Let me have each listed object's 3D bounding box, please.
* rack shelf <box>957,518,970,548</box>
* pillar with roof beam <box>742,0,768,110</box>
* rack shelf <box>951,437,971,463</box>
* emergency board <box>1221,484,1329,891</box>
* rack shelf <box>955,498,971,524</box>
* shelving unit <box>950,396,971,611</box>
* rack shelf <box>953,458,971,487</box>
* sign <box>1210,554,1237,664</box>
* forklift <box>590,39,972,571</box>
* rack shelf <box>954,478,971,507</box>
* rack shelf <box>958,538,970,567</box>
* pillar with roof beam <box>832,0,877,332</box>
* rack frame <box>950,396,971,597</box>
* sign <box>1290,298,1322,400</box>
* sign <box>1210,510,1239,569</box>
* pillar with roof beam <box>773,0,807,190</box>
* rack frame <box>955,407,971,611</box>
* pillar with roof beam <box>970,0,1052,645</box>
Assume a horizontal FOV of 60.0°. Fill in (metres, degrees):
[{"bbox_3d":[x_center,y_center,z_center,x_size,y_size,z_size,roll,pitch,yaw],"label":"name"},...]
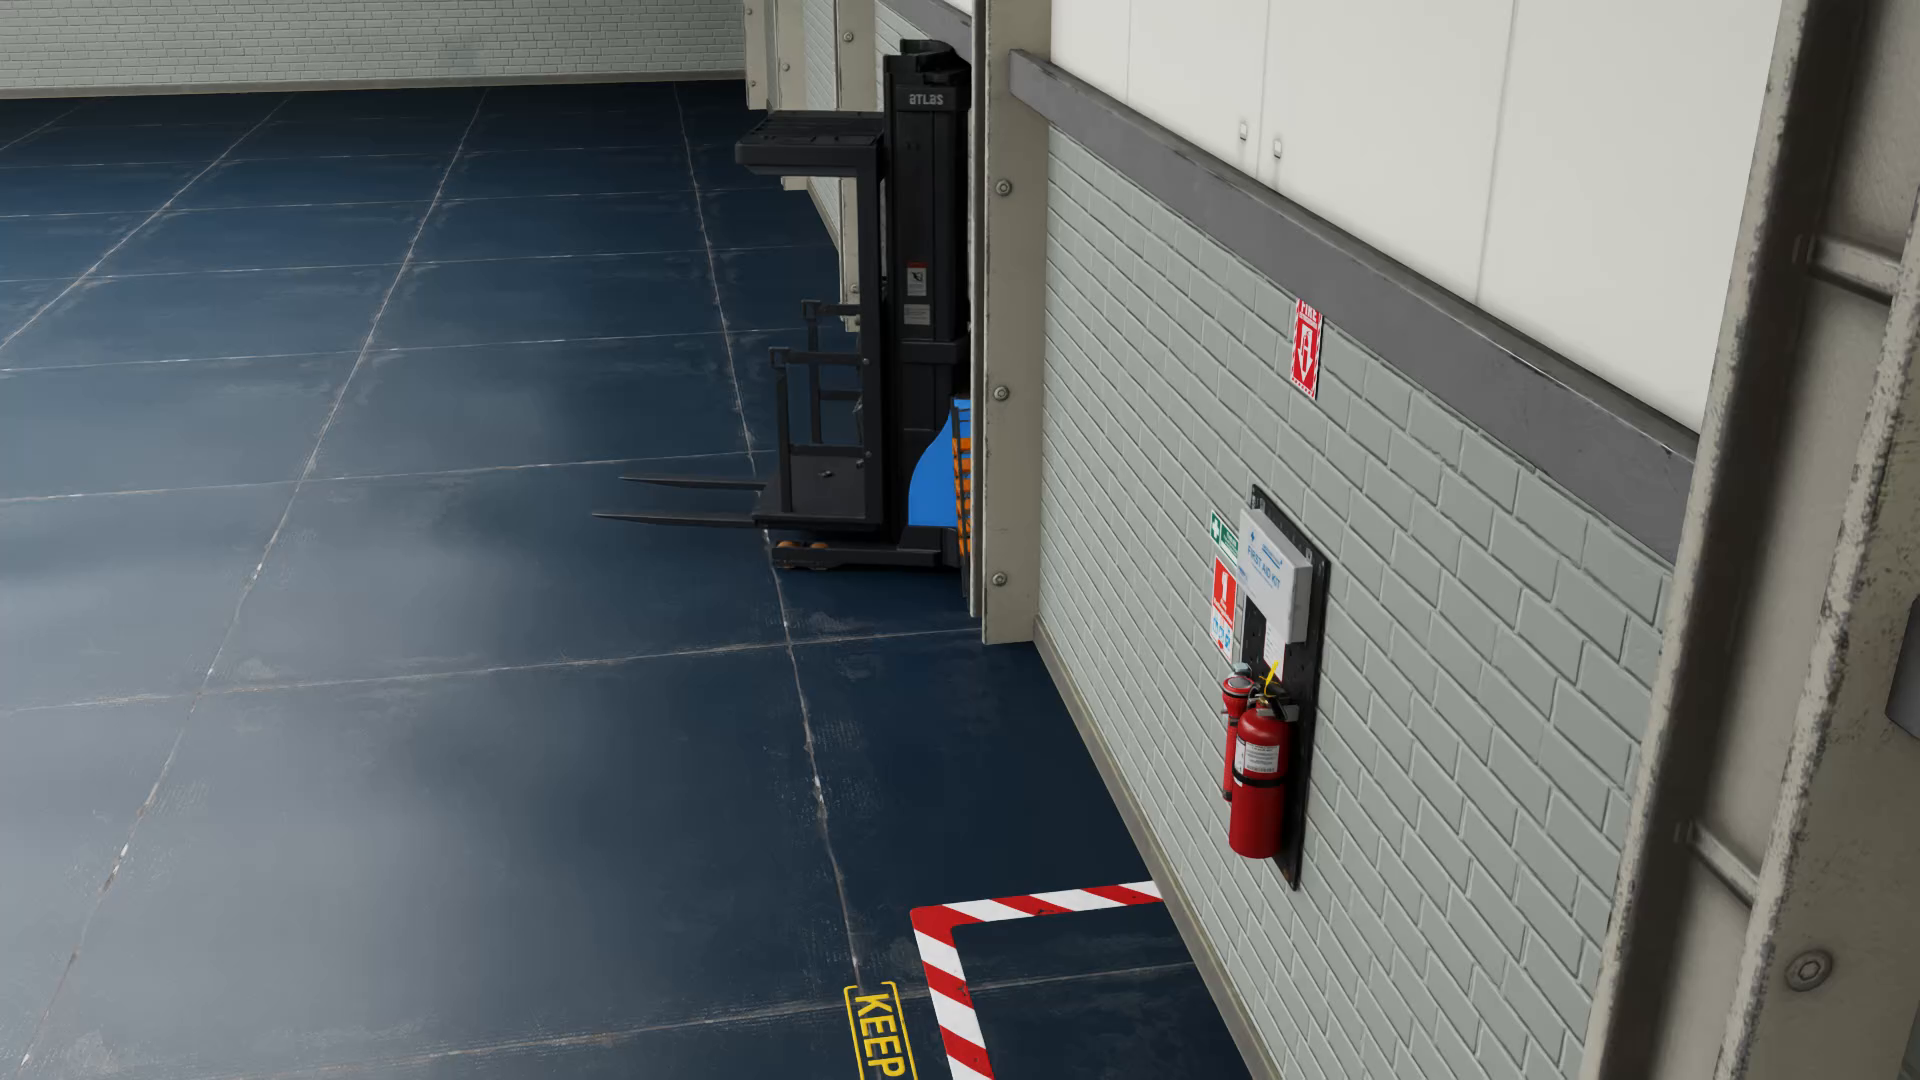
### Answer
[{"bbox_3d":[0.123,-0.053,9.258,0.258,0.103,0.180,-6,23,-6],"label":"rack shelf"},{"bbox_3d":[-7.315,-10.411,22.843,9.100,9.000,0.400,-4,24,-10],"label":"pillar with roof beam"},{"bbox_3d":[0.094,-0.494,9.073,0.258,0.103,0.180,-6,23,-6],"label":"rack shelf"},{"bbox_3d":[0.935,0.485,5.391,0.194,1.169,0.643,-4,24,-10],"label":"emergency board"},{"bbox_3d":[0.116,-0.163,9.212,0.258,0.103,0.180,-6,23,-6],"label":"rack shelf"},{"bbox_3d":[0.113,-0.204,9.195,0.258,1.200,0.189,-6,23,-6],"label":"shelving unit"},{"bbox_3d":[0.101,-0.384,9.119,0.258,0.103,0.180,-6,23,-6],"label":"rack shelf"},{"bbox_3d":[0.934,0.244,5.899,0.001,0.329,0.234,-4,24,-10],"label":"sign"},{"bbox_3d":[-0.699,-1.366,9.715,3.031,2.935,1.130,2,24,5],"label":"forklift"},{"bbox_3d":[0.109,-0.273,9.166,0.258,0.103,0.180,-6,23,-6],"label":"rack shelf"},{"bbox_3d":[0.131,0.058,9.305,0.258,0.103,0.180,-6,23,-6],"label":"rack shelf"},{"bbox_3d":[-5.096,-5.690,12.036,9.100,9.000,0.400,-4,24,-10],"label":"pillar with roof beam"},{"bbox_3d":[0.101,-0.238,9.279,0.240,1.200,0.006,-6,23,-6],"label":"rack frame"},{"bbox_3d":[1.031,-0.588,4.951,0.001,0.298,0.199,-4,24,-10],"label":"sign"},{"bbox_3d":[0.926,0.003,5.788,0.001,0.109,0.331,-4,24,-10],"label":"sign"},{"bbox_3d":[-6.205,-8.051,17.440,9.100,9.000,0.400,-4,24,-10],"label":"pillar with roof beam"},{"bbox_3d":[0.126,-0.169,9.111,0.240,1.200,0.006,-6,23,-6],"label":"rack frame"},{"bbox_3d":[-3.986,-3.330,6.632,9.100,9.000,0.400,-4,24,-10],"label":"pillar with roof beam"}]
